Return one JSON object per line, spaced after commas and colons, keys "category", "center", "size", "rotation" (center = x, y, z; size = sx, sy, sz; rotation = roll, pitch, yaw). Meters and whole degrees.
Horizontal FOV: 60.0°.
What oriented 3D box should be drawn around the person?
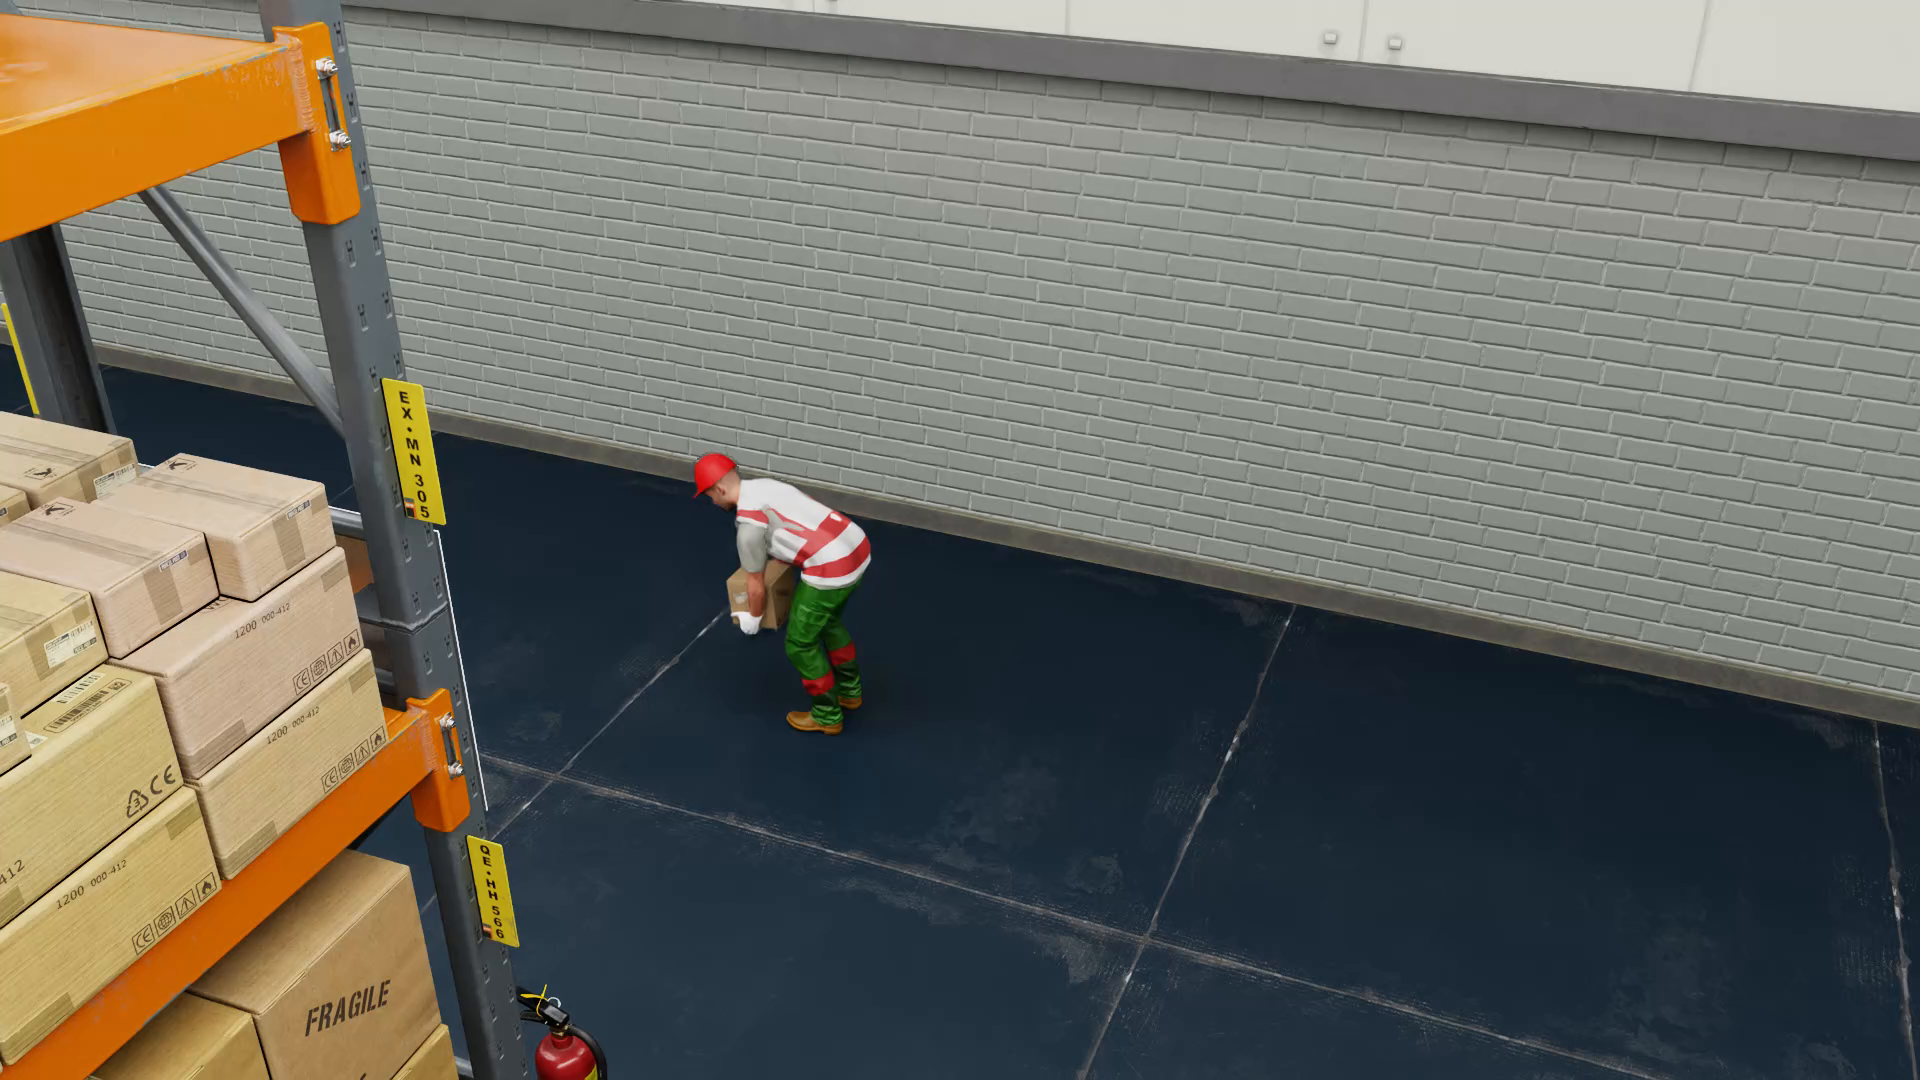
{"category": "person", "center": [-0.880, 0.251, 8.322], "size": [0.887, 1.402, 0.484], "rotation": [11, 31, 18]}
